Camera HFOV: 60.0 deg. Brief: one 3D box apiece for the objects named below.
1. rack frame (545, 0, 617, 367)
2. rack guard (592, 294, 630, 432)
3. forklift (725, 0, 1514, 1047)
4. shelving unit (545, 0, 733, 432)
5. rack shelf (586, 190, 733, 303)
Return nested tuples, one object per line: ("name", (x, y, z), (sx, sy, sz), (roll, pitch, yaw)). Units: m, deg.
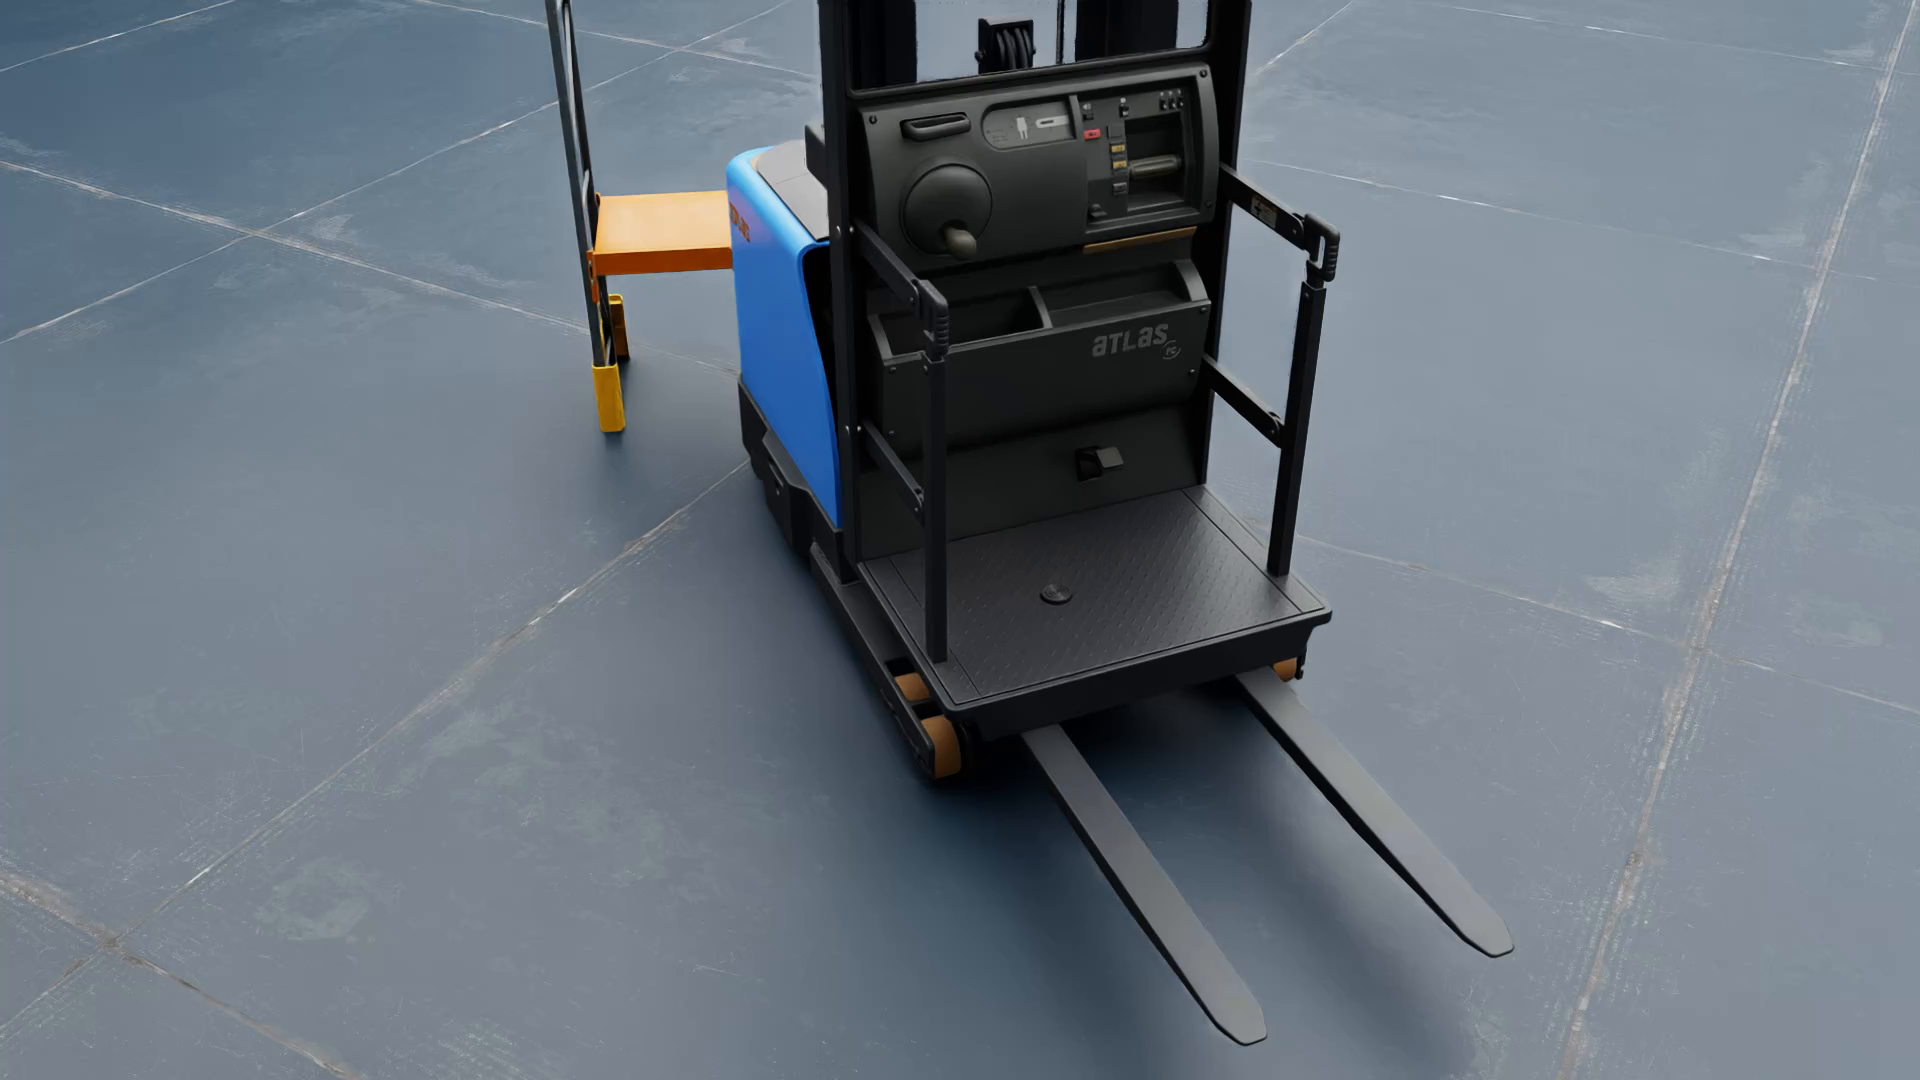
("rack frame", (-1.275, -1.164, 5.644), (0.032, 1.500, 0.500), (-4, 34, -6))
("rack guard", (-1.256, -0.645, 5.993), (0.087, 0.250, 0.587), (-4, 34, -6))
("forklift", (0.296, -0.868, 3.909), (1.130, 2.935, 3.031), (-13, 36, -19))
("shelving unit", (-0.762, -1.202, 5.702), (1.083, 1.500, 0.587), (-4, 34, -6))
("rack shelf", (-0.771, -1.052, 5.801), (1.000, 0.185, 0.538), (-4, 34, -6))
